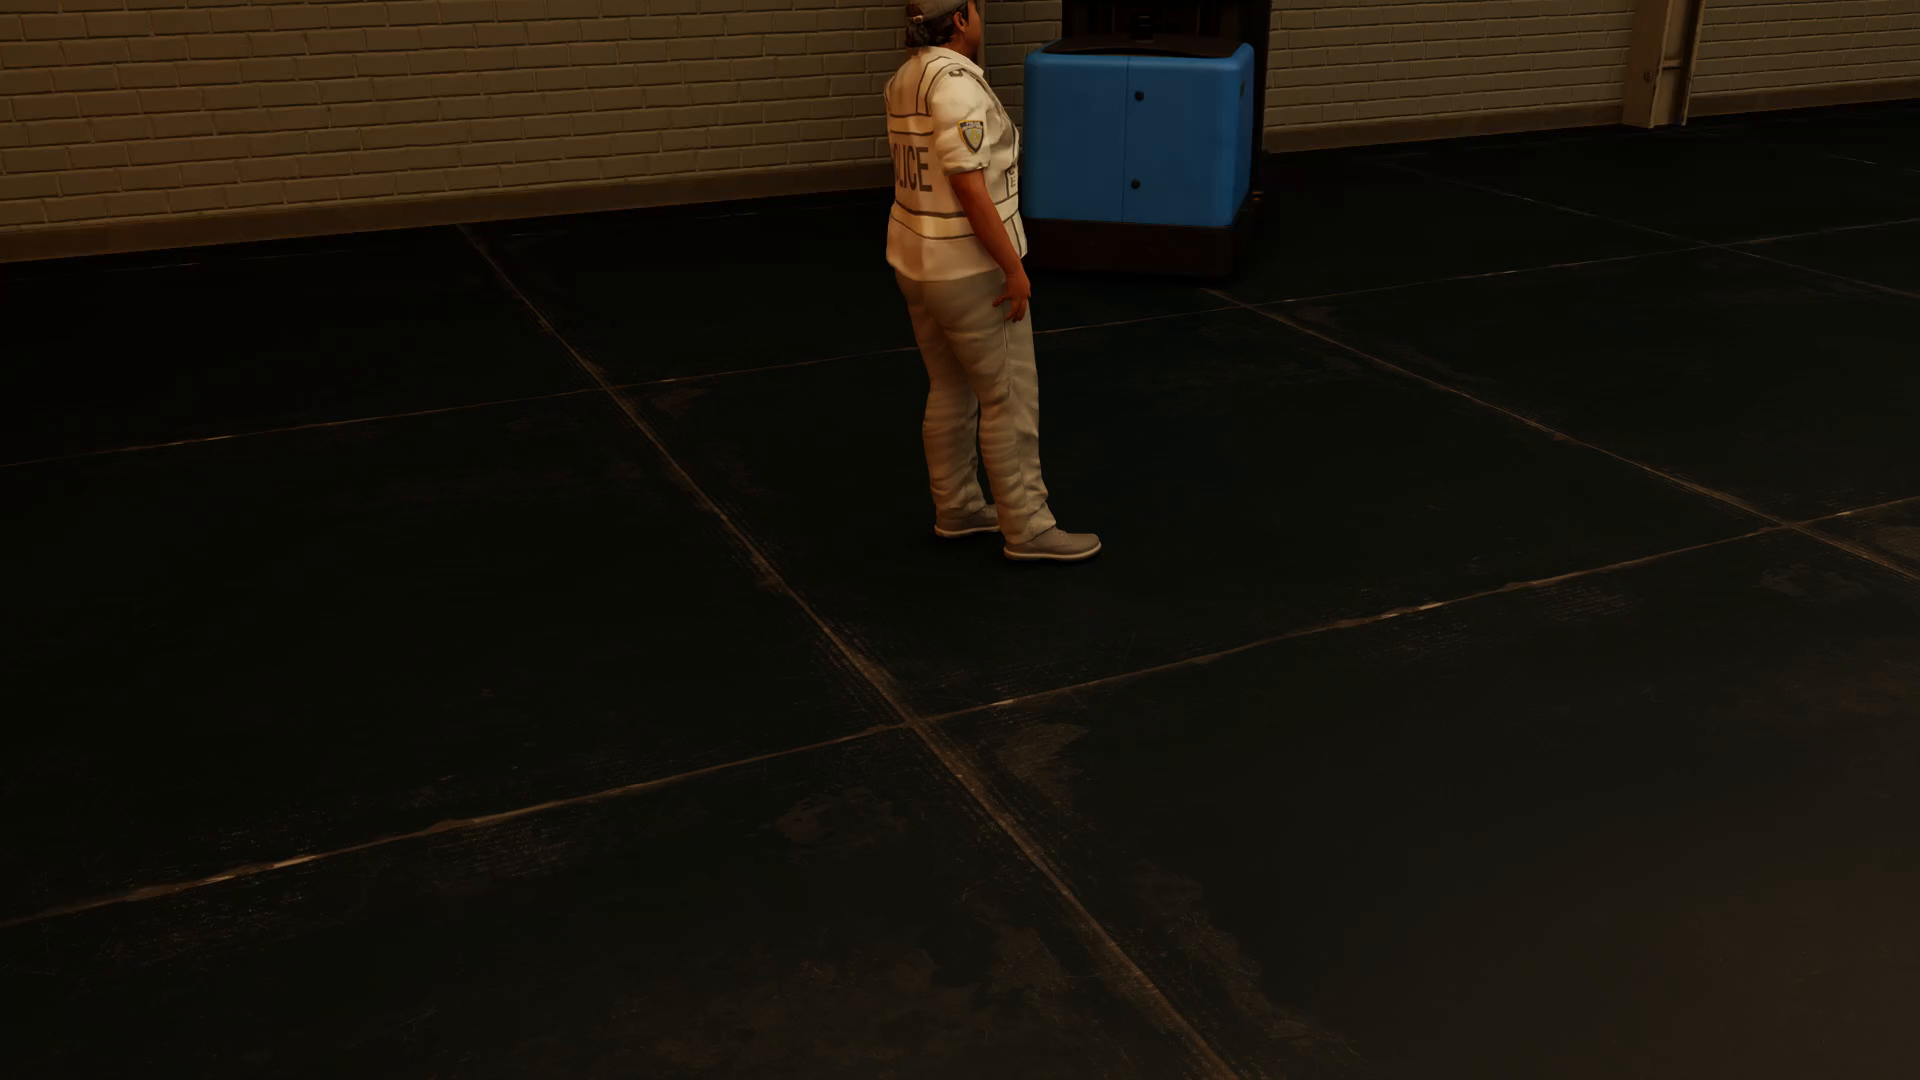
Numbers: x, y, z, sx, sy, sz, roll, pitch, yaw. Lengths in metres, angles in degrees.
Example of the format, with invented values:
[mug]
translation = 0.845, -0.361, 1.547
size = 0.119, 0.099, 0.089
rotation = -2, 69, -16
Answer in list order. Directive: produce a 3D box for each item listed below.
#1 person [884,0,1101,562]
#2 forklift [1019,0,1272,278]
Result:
[person]
translation = 0.079, -0.782, 4.795
size = 0.529, 1.670, 0.598
rotation = -10, 25, -23
[forklift]
translation = 1.140, -3.142, 8.849
size = 1.130, 2.935, 3.031
rotation = 5, 23, 13
